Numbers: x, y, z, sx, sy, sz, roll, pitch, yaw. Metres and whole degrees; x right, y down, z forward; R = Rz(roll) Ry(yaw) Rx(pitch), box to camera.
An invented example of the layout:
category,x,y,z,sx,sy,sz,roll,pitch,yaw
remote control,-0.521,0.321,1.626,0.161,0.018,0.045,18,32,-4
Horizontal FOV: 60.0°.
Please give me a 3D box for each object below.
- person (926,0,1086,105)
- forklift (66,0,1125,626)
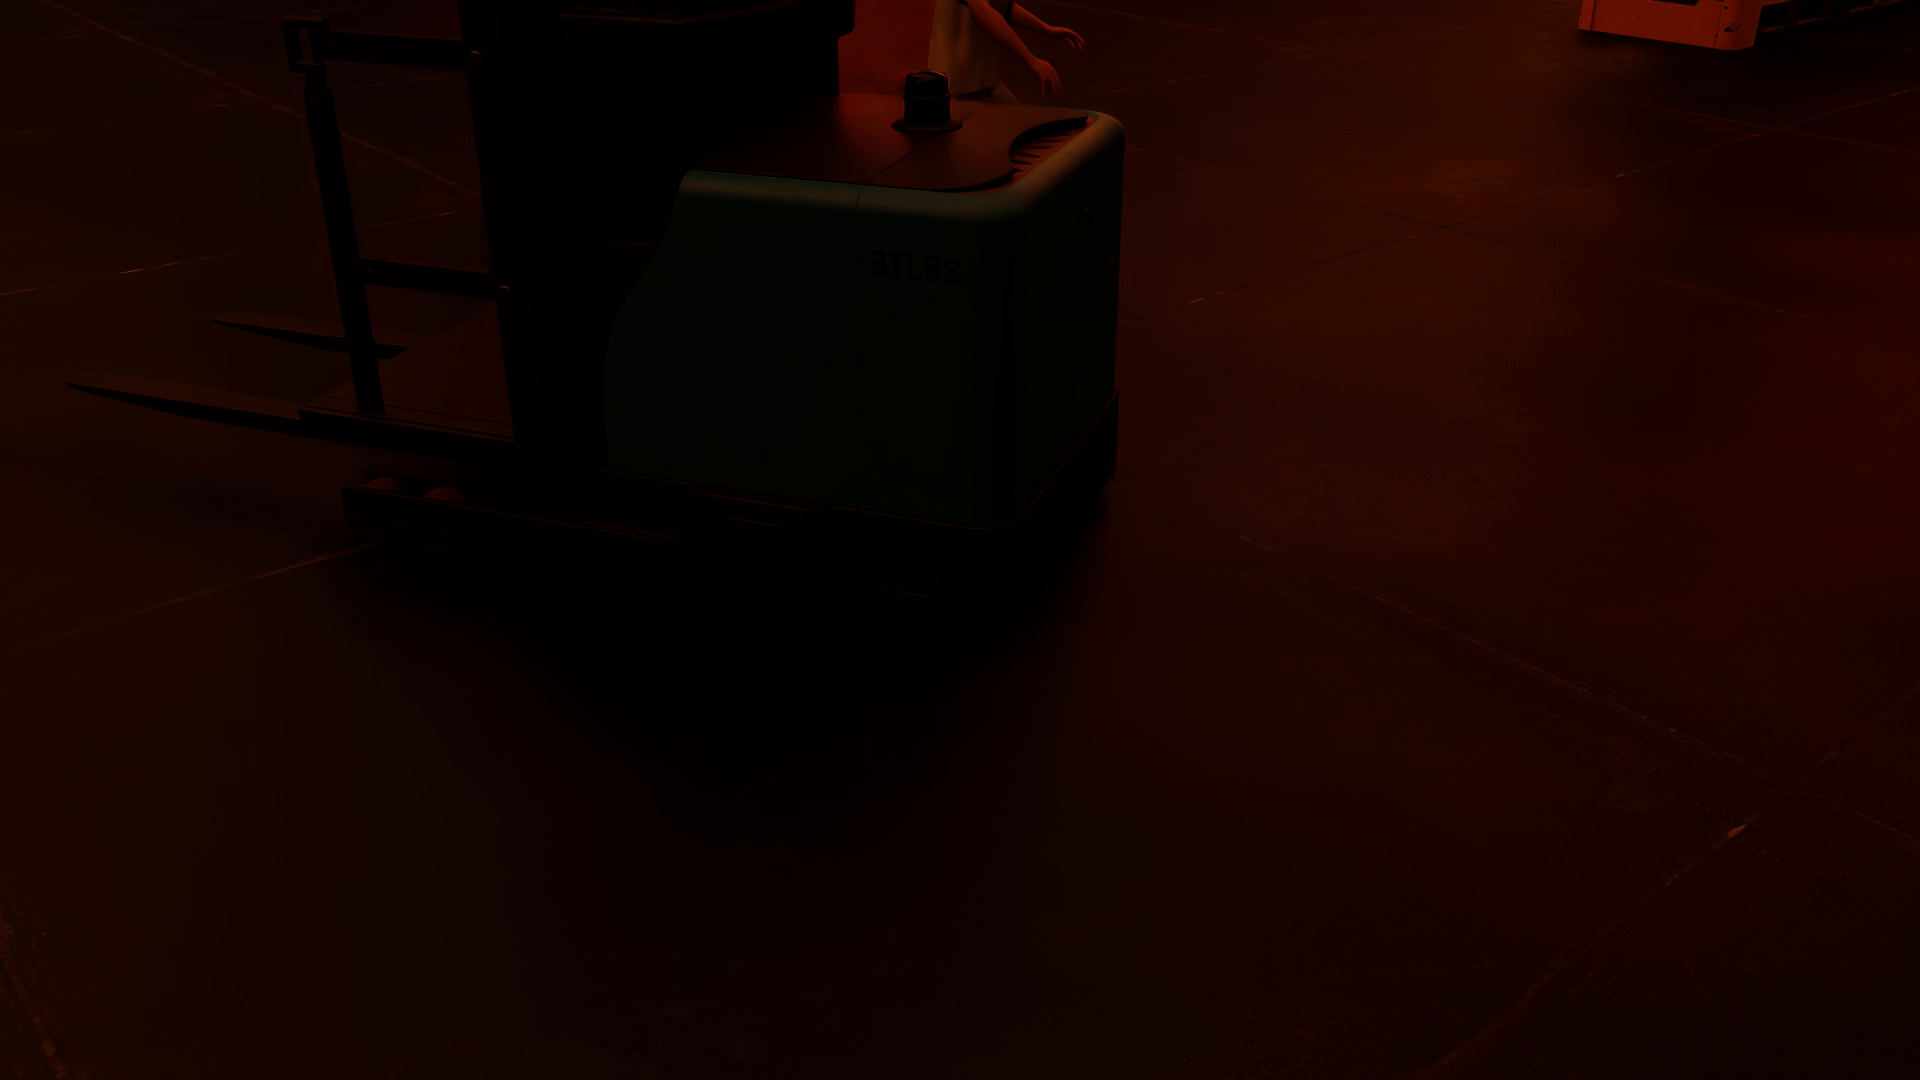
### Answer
category,x,y,z,sx,sy,sz,roll,pitch,yaw
person,0.185,-1.680,6.123,0.698,1.570,0.718,-7,27,-13
forklift,-1.129,-1.495,4.217,3.031,2.935,1.130,9,28,18
